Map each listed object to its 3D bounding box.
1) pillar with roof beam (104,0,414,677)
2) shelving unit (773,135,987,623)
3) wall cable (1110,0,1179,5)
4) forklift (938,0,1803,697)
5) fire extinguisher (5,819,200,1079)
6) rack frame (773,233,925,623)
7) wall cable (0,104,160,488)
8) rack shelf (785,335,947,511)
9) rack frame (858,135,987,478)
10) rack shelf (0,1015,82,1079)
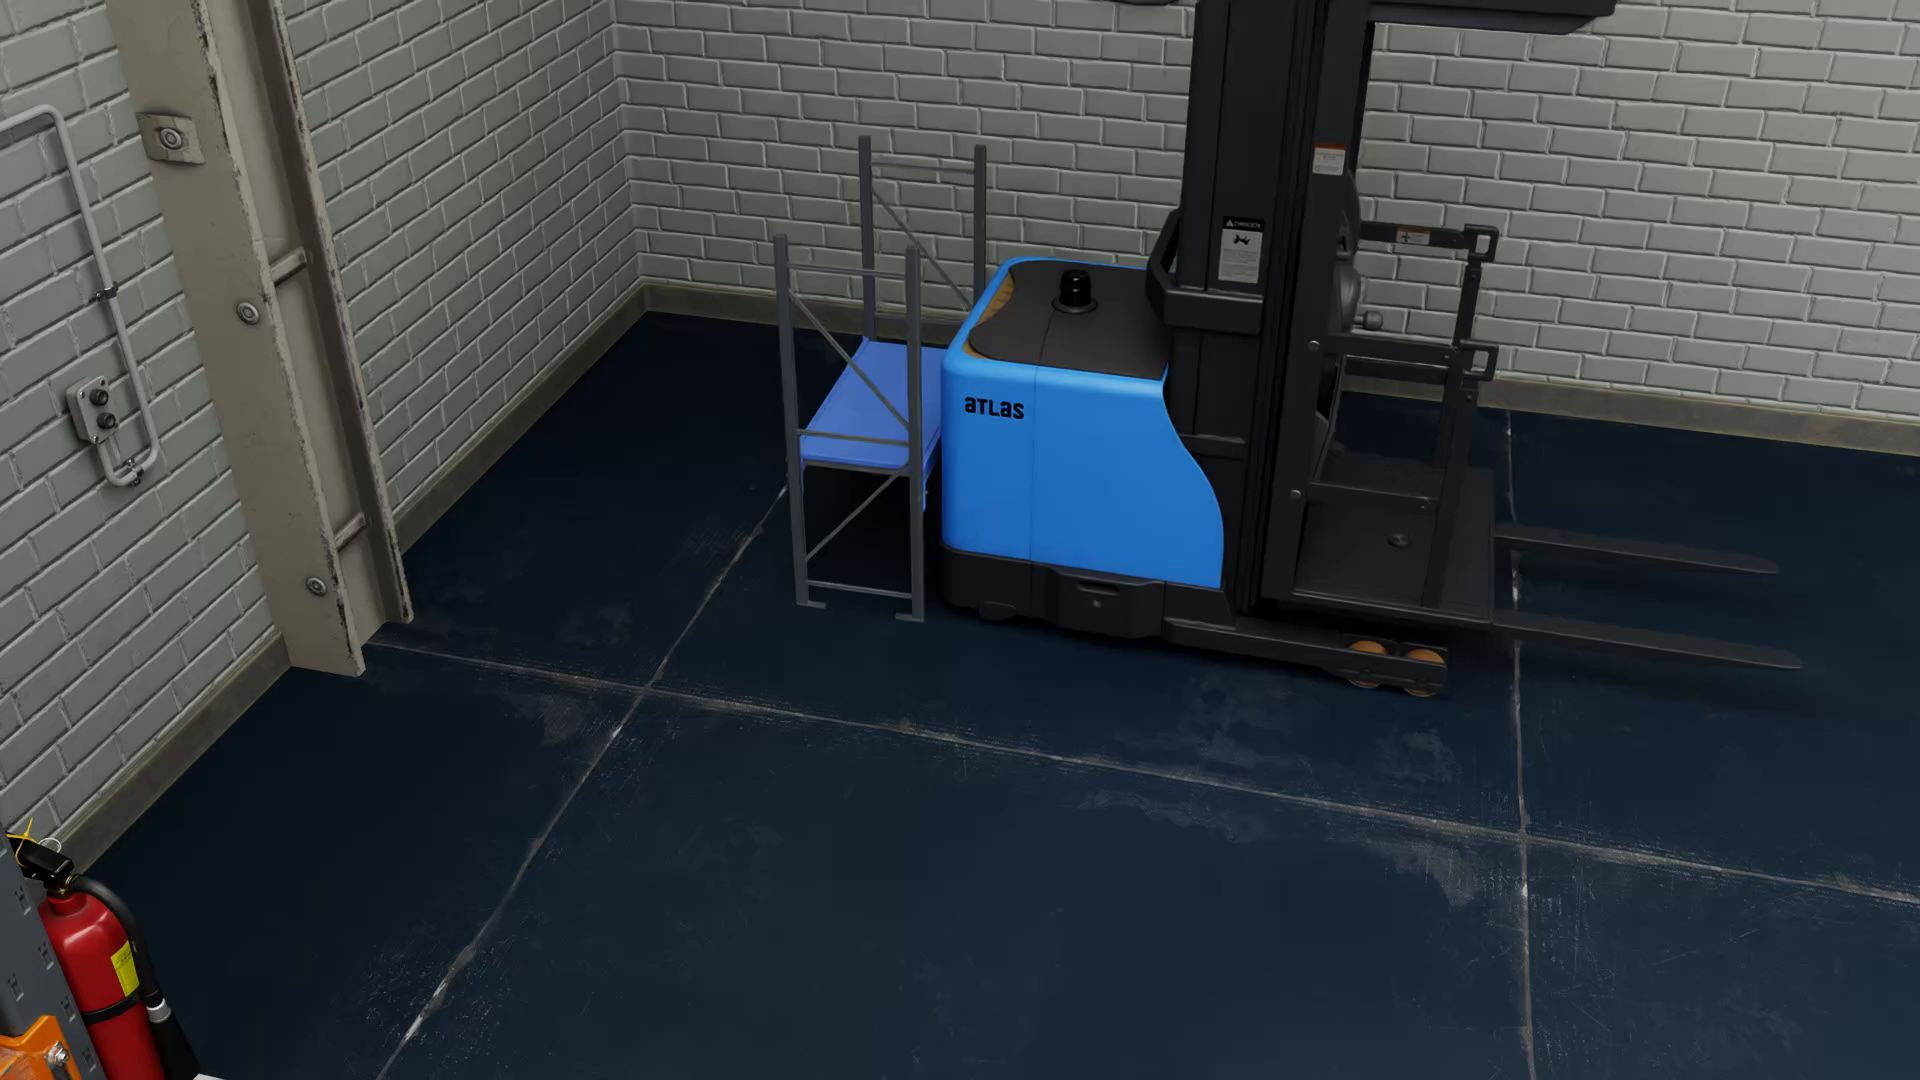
[{"bbox_3d":[1.902,-2.843,2.834,9.100,9.000,0.400,8,33,12],"label":"pillar with roof beam"},{"bbox_3d":[-0.262,-0.625,6.335,0.538,1.500,1.048,7,33,11],"label":"shelving unit"},{"bbox_3d":[-0.330,-3.486,6.740,3.097,2.526,0.112,8,33,12],"label":"wall cable"},{"bbox_3d":[1.493,-1.000,5.592,3.031,2.935,1.130,8,33,13],"label":"forklift"},{"bbox_3d":[-1.626,0.796,3.121,0.296,0.674,0.183,8,33,12],"label":"fire extinguisher"},{"bbox_3d":[-0.379,-0.360,5.918,0.500,1.500,0.032,7,33,11],"label":"rack frame"},{"bbox_3d":[-2.701,-0.600,3.951,0.084,1.984,1.851,8,33,12],"label":"wall cable"},{"bbox_3d":[-0.262,-0.473,6.432,0.538,0.185,1.000,7,33,11],"label":"rack shelf"},{"bbox_3d":[-0.145,-0.890,6.753,0.500,1.500,0.032,7,33,11],"label":"rack frame"},{"bbox_3d":[-2.618,1.963,1.536,1.077,0.370,4.000,8,33,12],"label":"rack shelf"}]
